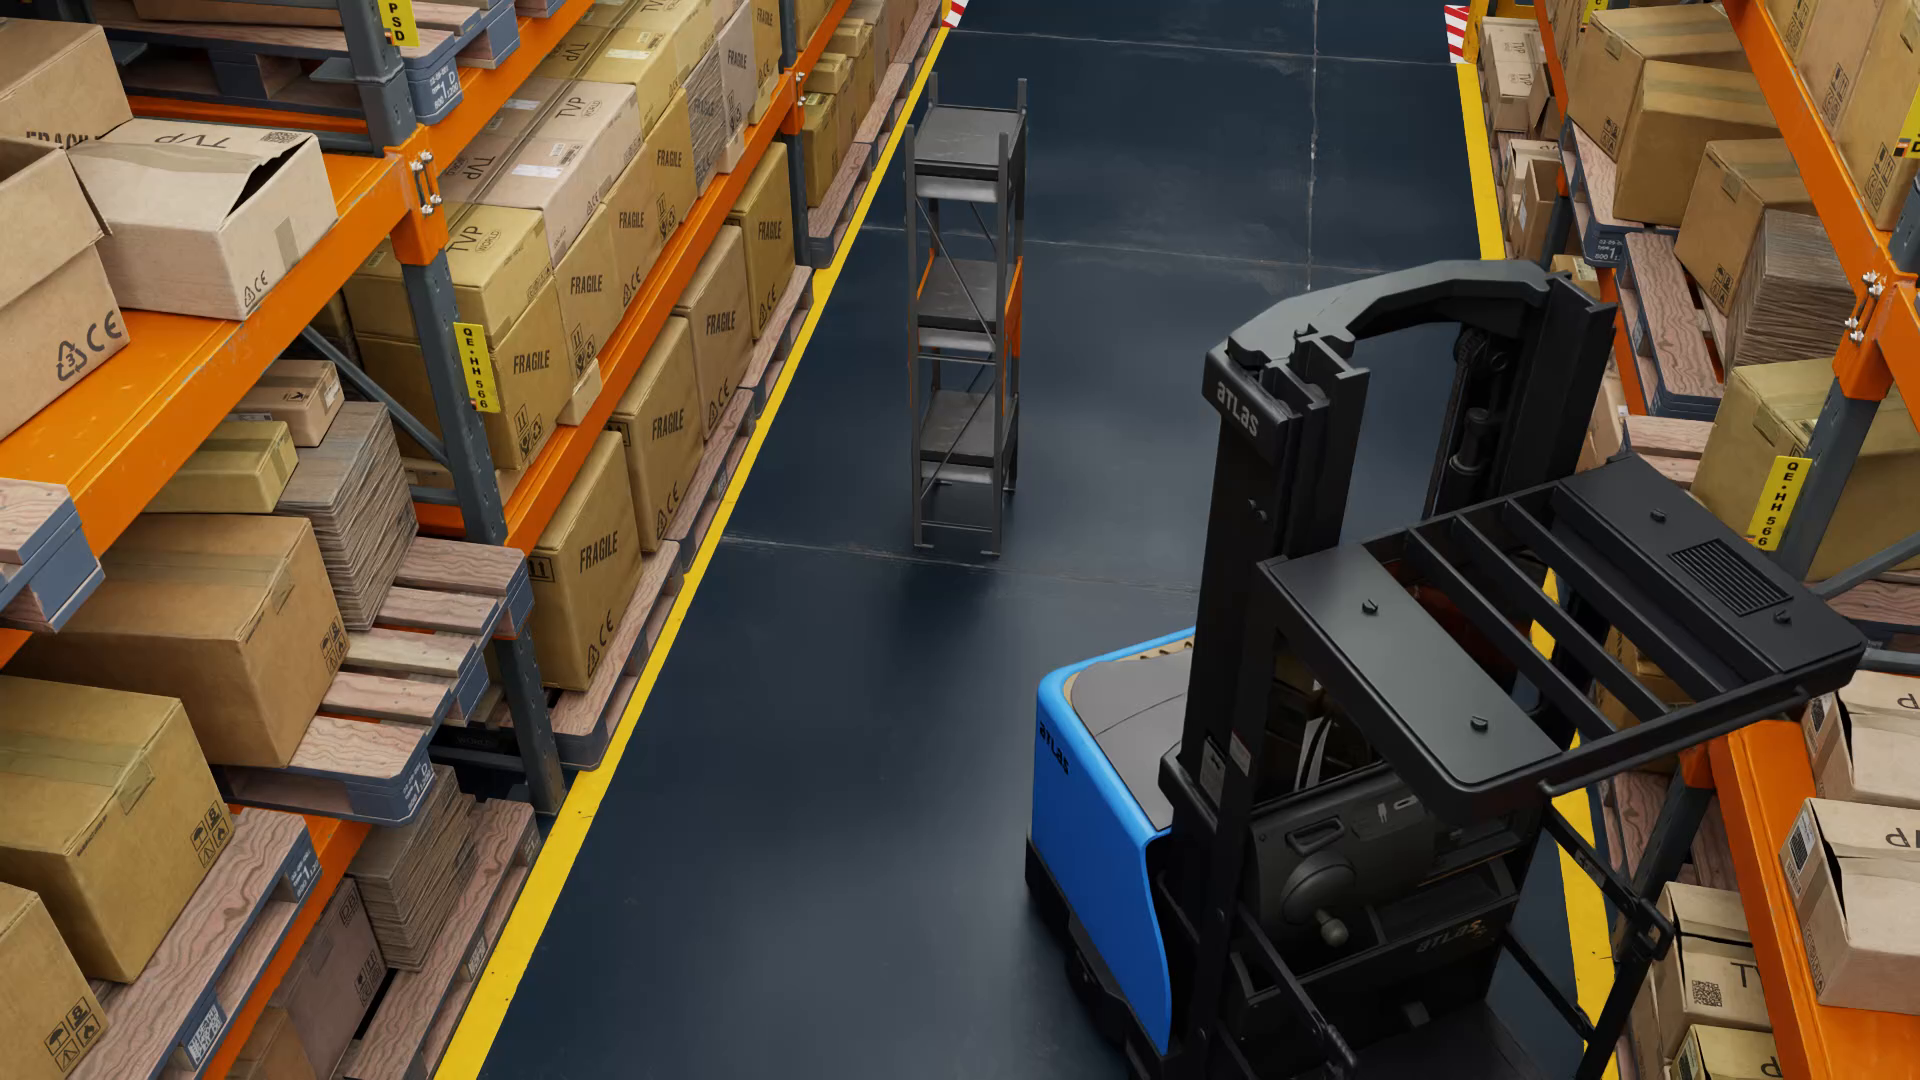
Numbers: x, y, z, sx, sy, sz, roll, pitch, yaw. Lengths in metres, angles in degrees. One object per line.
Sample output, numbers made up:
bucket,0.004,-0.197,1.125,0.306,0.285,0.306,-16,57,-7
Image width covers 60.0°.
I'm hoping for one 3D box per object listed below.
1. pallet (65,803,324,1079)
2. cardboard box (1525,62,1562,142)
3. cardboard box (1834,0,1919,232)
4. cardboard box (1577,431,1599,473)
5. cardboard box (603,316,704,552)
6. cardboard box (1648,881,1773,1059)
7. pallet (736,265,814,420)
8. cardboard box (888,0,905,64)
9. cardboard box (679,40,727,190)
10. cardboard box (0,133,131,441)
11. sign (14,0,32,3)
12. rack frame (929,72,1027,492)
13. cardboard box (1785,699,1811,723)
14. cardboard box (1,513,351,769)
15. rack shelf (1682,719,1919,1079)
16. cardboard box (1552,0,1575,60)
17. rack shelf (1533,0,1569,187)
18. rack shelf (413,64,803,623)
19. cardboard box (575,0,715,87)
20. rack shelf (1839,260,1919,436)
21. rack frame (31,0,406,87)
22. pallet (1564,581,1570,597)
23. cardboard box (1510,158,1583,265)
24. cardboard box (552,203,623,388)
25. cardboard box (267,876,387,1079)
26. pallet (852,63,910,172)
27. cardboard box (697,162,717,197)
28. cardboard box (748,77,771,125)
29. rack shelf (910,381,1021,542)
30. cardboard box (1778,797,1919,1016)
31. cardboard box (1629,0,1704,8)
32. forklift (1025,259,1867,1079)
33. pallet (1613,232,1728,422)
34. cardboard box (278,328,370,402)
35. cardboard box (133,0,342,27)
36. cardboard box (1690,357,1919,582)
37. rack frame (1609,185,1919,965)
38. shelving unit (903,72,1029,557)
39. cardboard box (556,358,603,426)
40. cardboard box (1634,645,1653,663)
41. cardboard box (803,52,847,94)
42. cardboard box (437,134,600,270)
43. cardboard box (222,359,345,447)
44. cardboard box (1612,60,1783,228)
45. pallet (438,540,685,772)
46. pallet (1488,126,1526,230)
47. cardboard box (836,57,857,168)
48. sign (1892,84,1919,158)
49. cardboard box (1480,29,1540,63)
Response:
pallet,-2.350,1.147,4.159,1.003,0.211,1.213,6,40,8
cardboard box,3.844,-2.528,10.067,0.797,0.503,0.637,6,40,8
cardboard box,2.874,-1.102,4.297,0.910,0.500,0.500,6,40,8
cardboard box,2.937,-0.104,7.138,0.500,0.500,0.500,5,40,6
cardboard box,-1.633,-0.503,7.362,0.750,0.750,0.750,6,40,7
cardboard box,2.452,1.348,5.154,0.500,0.311,0.500,8,40,9
pallet,-1.415,-1.117,8.935,1.003,0.211,1.213,6,40,8
cardboard box,-0.772,-3.629,11.417,0.700,0.500,0.500,6,40,8
cardboard box,-1.361,-1.892,7.357,0.500,0.500,0.500,6,40,8
cardboard box,-2.363,-0.574,3.640,0.797,0.503,0.637,12,41,14
sign,-2.593,-1.626,4.541,0.100,0.325,0.005,6,40,8
rack frame,0.071,-1.066,7.392,0.400,2.100,0.015,6,40,8
cardboard box,3.192,0.910,5.912,0.500,0.500,0.500,8,40,10
cardboard box,-2.189,0.268,4.648,0.700,0.500,0.500,3,40,3
rack shelf,2.486,1.902,3.660,1.077,0.370,4.000,6,40,8
cardboard box,3.446,-2.845,8.758,0.500,0.500,0.500,7,40,9
rack shelf,3.870,-3.118,9.732,1.077,0.370,4.000,6,40,8
rack shelf,-1.702,-1.152,7.354,1.077,0.370,4.000,6,40,8
cardboard box,-1.371,-2.173,7.108,0.500,0.250,0.500,7,40,9
rack shelf,2.486,0.746,2.704,1.077,0.370,4.000,6,40,8
rack frame,-2.048,-2.486,3.695,1.000,3.000,0.127,6,40,8
pallet,3.212,0.217,7.322,1.003,0.211,1.213,6,40,8
cardboard box,3.343,-1.735,9.112,0.500,0.500,0.500,6,40,8
cardboard box,-1.612,-0.939,6.204,0.500,0.500,0.500,8,40,9
cardboard box,-2.325,1.388,5.334,0.700,0.500,0.500,6,40,8
pallet,-0.938,-2.846,11.027,1.003,0.211,1.213,6,40,8
cardboard box,-1.340,-1.715,7.652,0.380,0.149,0.250,6,40,8
cardboard box,-1.156,-2.191,8.227,0.380,0.149,0.250,7,40,8
rack shelf,0.029,-0.363,7.661,0.431,0.518,0.480,6,40,8
cardboard box,2.486,0.944,4.324,0.500,0.311,0.500,6,40,7
cardboard box,3.357,-2.910,8.053,0.500,0.500,0.500,7,40,8
forklift,1.291,0.884,4.381,1.130,2.935,3.031,-16,42,-18
pallet,3.164,-0.777,6.487,1.003,0.211,1.213,6,40,8
cardboard box,-2.226,-0.660,5.867,0.500,0.500,0.500,7,40,8
cardboard box,-2.022,-1.843,4.847,0.700,0.500,0.500,3,40,4
cardboard box,2.830,-0.238,5.276,0.700,0.500,0.500,-6,40,-7
rack frame,2.832,0.370,4.949,1.000,3.000,0.127,6,40,8
shelving unit,0.029,-0.913,7.207,0.431,2.100,0.503,6,40,8
cardboard box,-1.581,-0.581,6.280,0.380,0.149,0.250,8,40,9
cardboard box,2.768,0.226,6.150,0.500,0.250,0.500,8,40,9
cardboard box,-0.886,-2.786,9.888,0.380,0.149,0.250,8,40,9
cardboard box,-1.623,-1.218,5.953,0.500,0.250,0.500,6,40,7
cardboard box,-2.078,-0.412,4.962,0.380,0.149,0.250,2,40,2
cardboard box,3.165,-1.630,6.959,0.700,0.500,0.500,12,41,15
pallet,-1.837,0.414,7.083,1.003,0.211,1.213,6,40,8
pallet,3.853,-2.264,10.323,1.003,0.211,1.213,6,40,8
cardboard box,-1.035,-2.656,10.240,0.700,0.500,0.500,6,40,7
sign,2.298,-1.047,3.902,0.100,0.325,0.005,6,40,8
cardboard box,3.762,-3.347,11.322,0.380,0.166,0.250,6,40,8
